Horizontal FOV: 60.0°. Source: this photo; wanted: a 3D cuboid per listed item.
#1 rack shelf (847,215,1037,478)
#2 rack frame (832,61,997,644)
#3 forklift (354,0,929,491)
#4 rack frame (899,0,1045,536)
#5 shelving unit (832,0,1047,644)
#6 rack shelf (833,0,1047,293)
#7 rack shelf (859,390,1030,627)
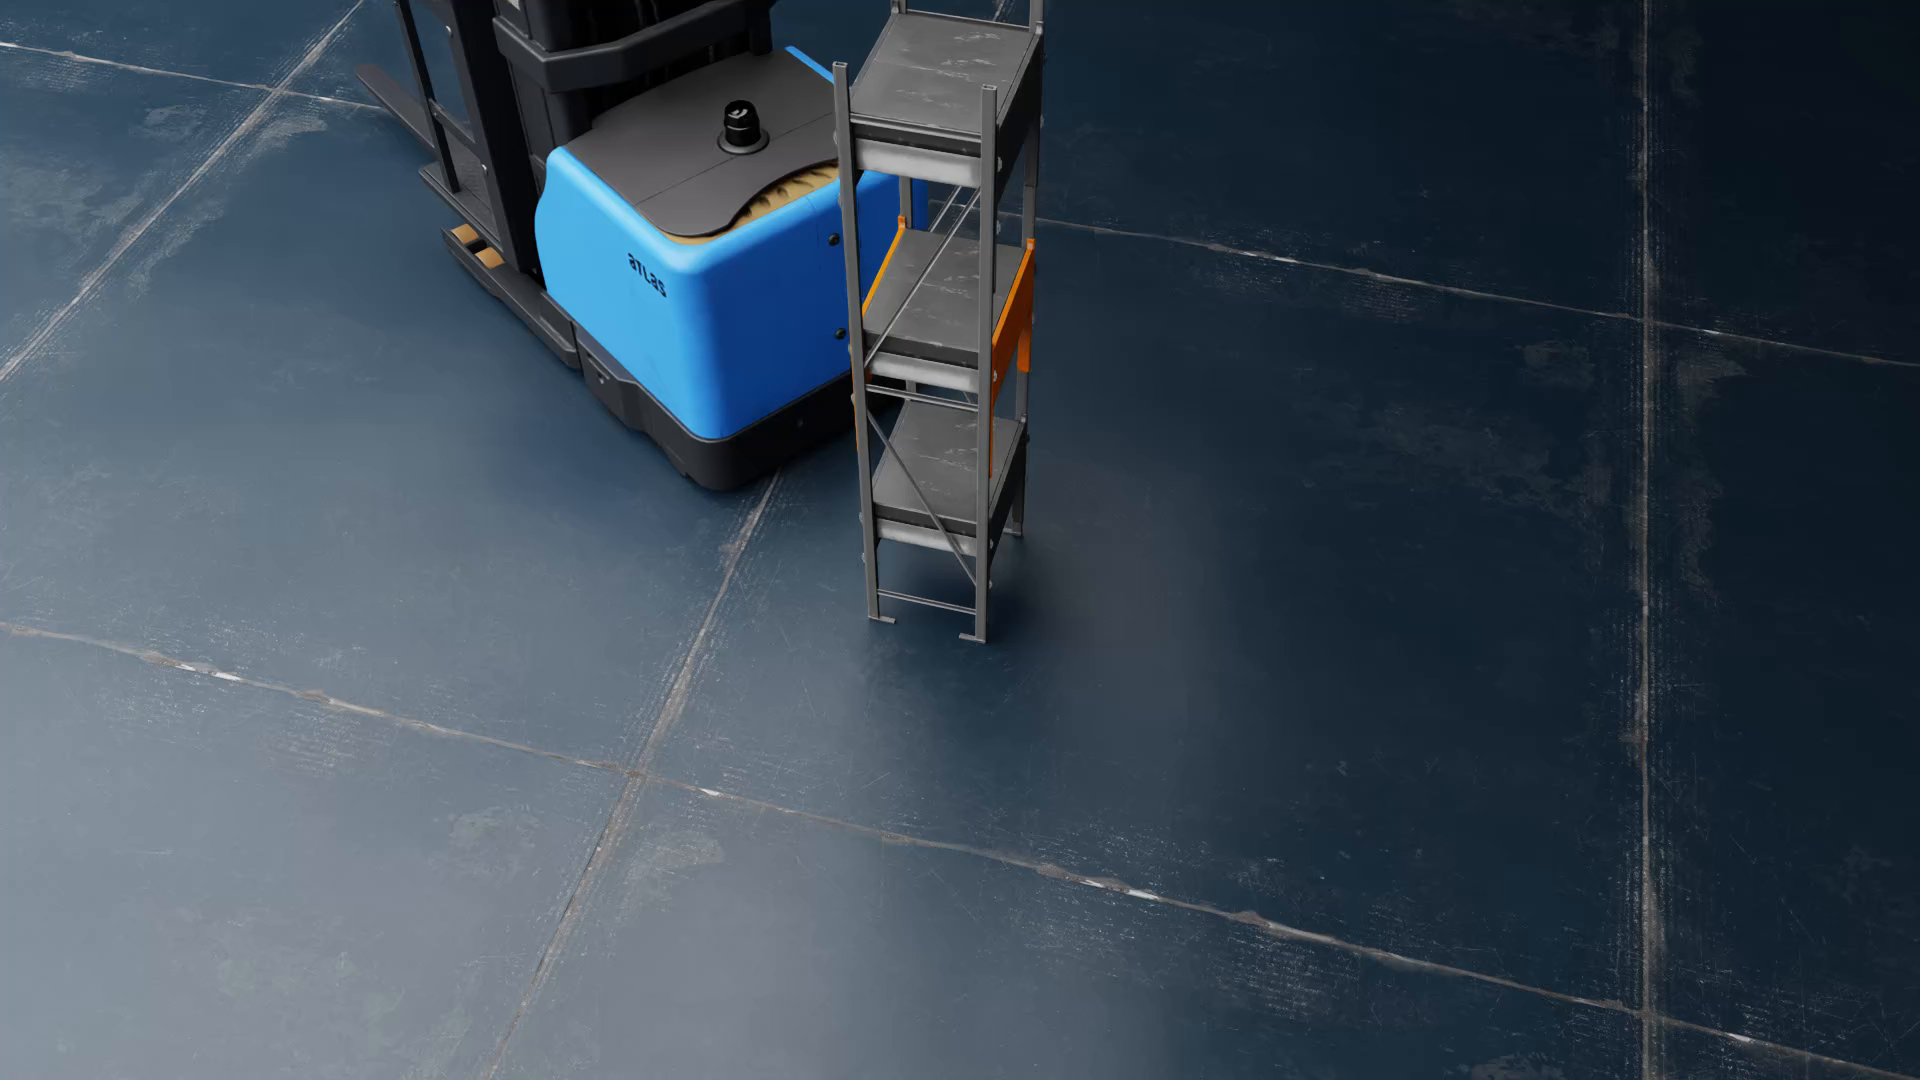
[{"bbox_3d":[-0.044,-0.566,4.867,0.431,0.518,0.480,12,50,10],"label":"rack shelf"},{"bbox_3d":[-0.108,-0.399,4.701,0.400,2.100,0.015,12,50,10],"label":"rack frame"},{"bbox_3d":[-1.424,-2.184,5.722,1.130,2.935,3.031,-32,56,-25],"label":"forklift"},{"bbox_3d":[0.021,-0.752,5.013,0.400,2.100,0.015,12,50,10],"label":"rack frame"},{"bbox_3d":[-0.044,-0.575,4.857,0.431,2.100,0.503,12,50,10],"label":"shelving unit"},{"bbox_3d":[-0.044,-1.029,4.342,0.431,0.518,0.480,12,50,10],"label":"rack shelf"},{"bbox_3d":[-0.044,-0.103,5.392,0.431,0.518,0.480,12,50,10],"label":"rack shelf"}]
